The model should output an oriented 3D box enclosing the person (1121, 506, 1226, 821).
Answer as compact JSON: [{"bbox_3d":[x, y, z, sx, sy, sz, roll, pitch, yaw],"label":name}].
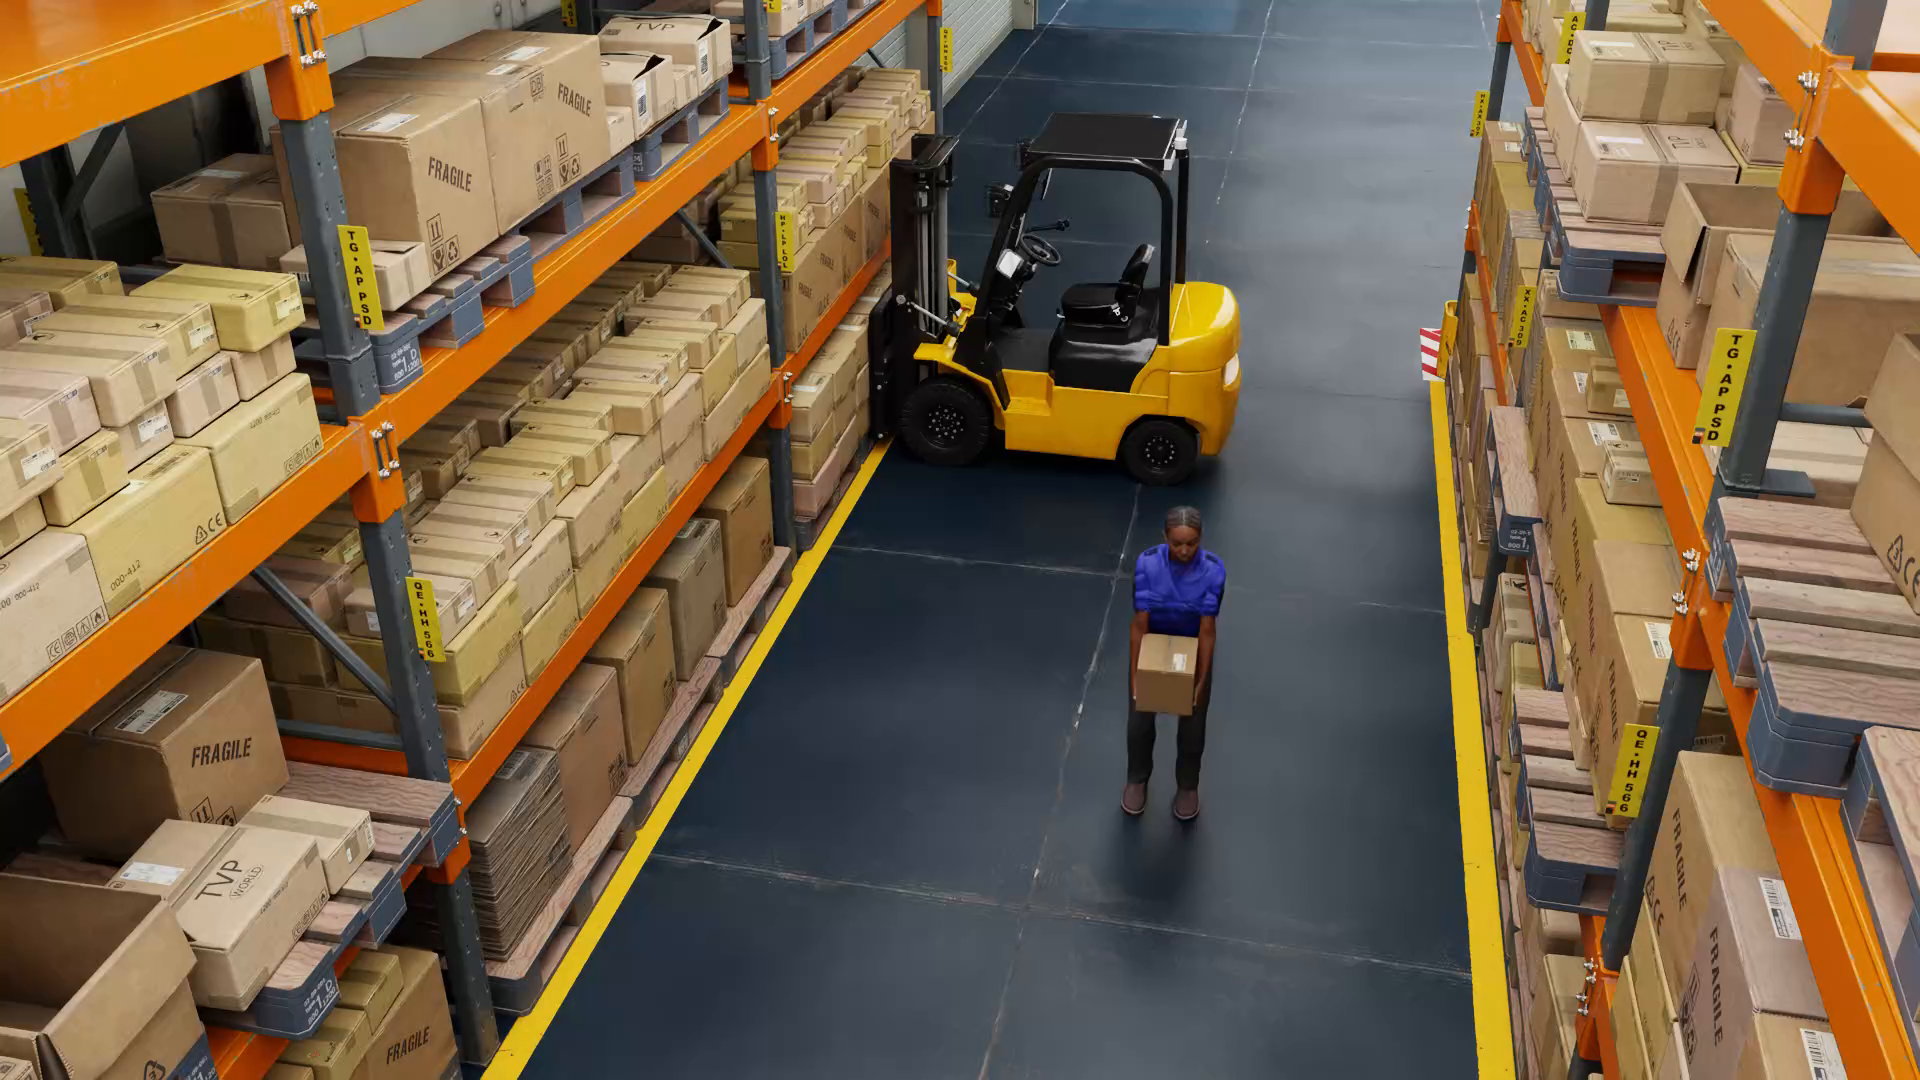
[{"bbox_3d":[0.968,0.579,7.591,0.411,1.648,0.528,5,29,10],"label":"person"}]
